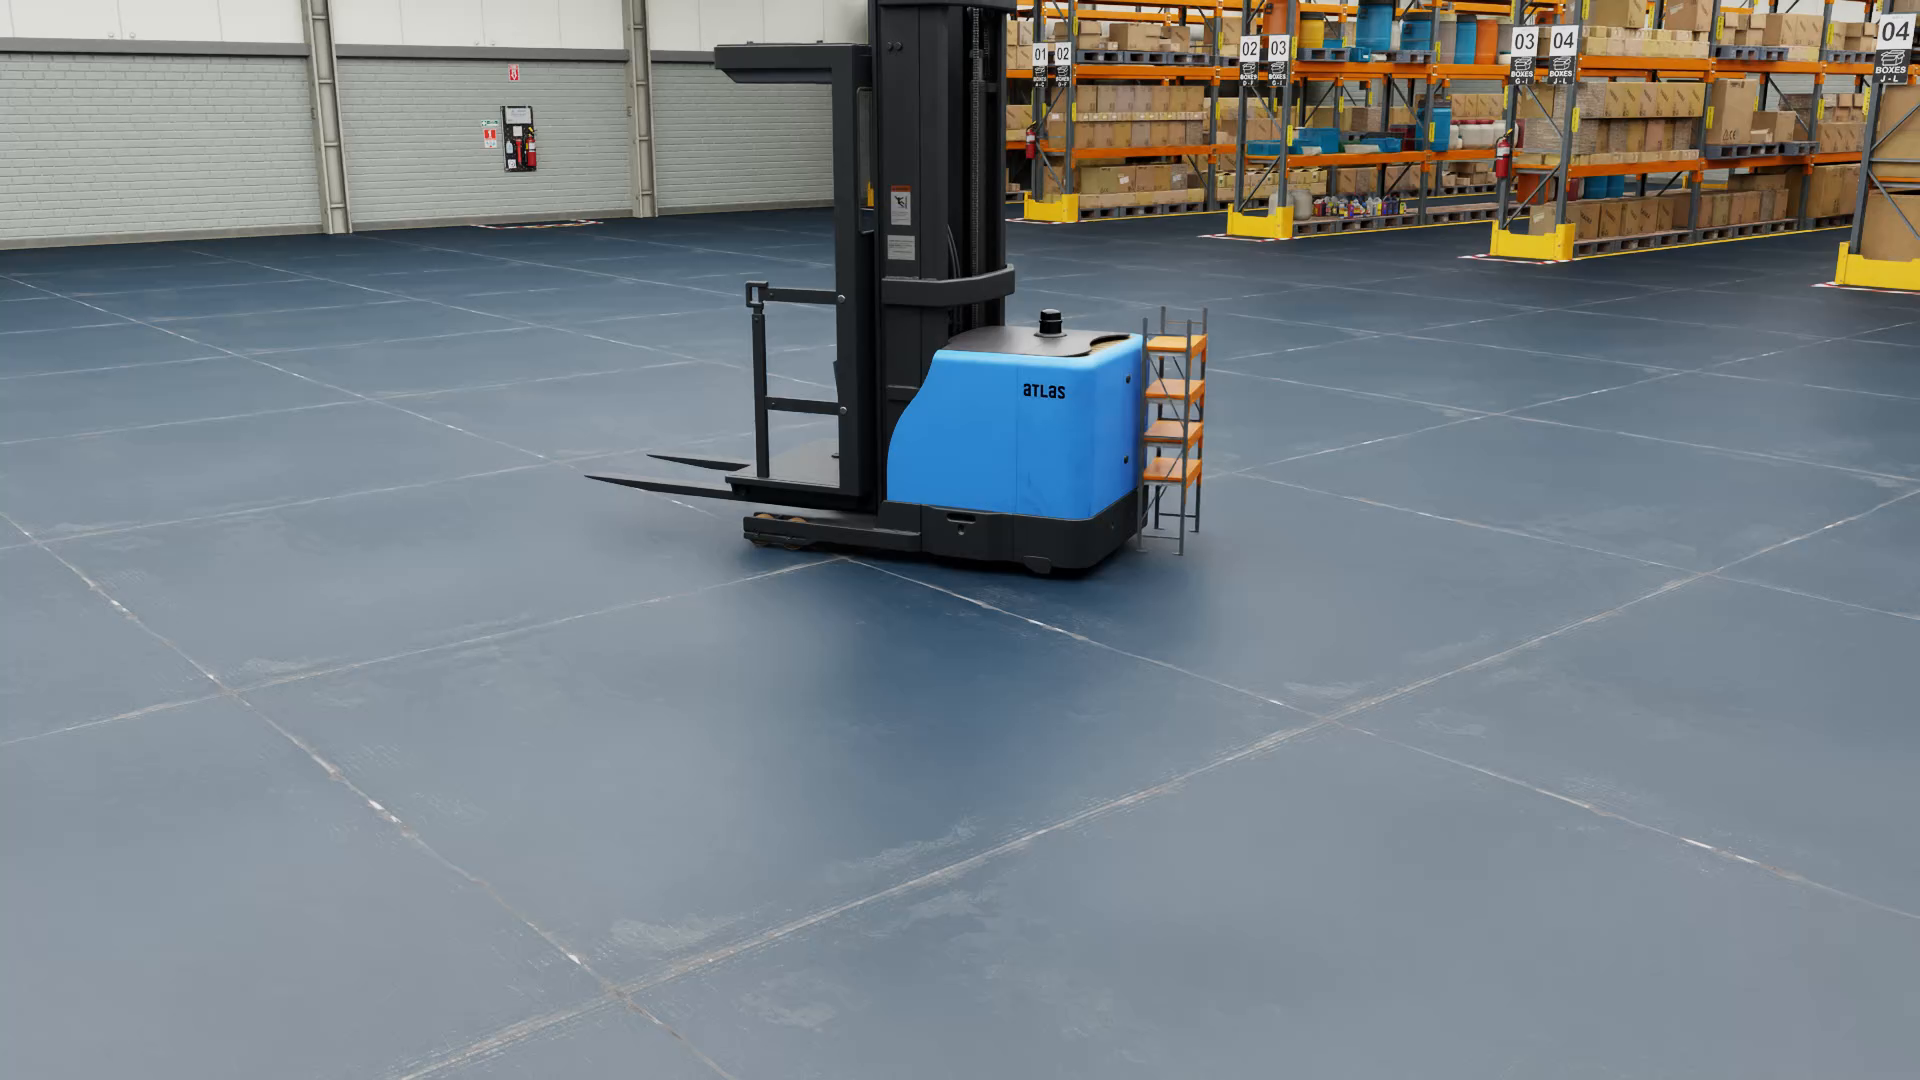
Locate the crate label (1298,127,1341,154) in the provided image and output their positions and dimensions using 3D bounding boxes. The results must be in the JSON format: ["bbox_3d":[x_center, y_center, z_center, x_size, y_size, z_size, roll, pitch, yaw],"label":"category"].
[{"bbox_3d":[6.184,-6.893,28.674,0.616,0.435,0.502,-13,19,-39],"label":"crate label"}]

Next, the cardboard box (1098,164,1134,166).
[{"bbox_3d":[3.057,-7.118,32.648,0.500,0.500,0.500,-13,19,-39],"label":"cardboard box"}]

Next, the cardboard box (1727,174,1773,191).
[{"bbox_3d":[13.380,-6.058,28.156,0.500,0.250,0.500,-10,18,-33],"label":"cardboard box"}]

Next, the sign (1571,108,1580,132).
[{"bbox_3d":[8.581,-5.860,23.197,0.005,0.325,0.100,-13,19,-39],"label":"sign"}]

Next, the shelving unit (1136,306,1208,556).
[{"bbox_3d":[1.093,-0.571,8.564,0.258,1.200,0.503,5,16,17],"label":"shelving unit"}]

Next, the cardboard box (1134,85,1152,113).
[{"bbox_3d":[3.276,-8.497,32.042,0.500,0.500,0.700,-13,19,-39],"label":"cardboard box"}]

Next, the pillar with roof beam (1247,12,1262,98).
[{"bbox_3d":[10.309,-12.820,39.307,0.400,9.000,9.100,-13,19,-39],"label":"pillar with roof beam"}]

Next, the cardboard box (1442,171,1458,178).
[{"bbox_3d":[11.586,-8.701,39.871,0.500,0.311,0.500,-13,19,-39],"label":"cardboard box"}]

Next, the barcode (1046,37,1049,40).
[{"bbox_3d":[1.636,-9.351,31.007,0.075,0.075,0.001,-13,19,-39],"label":"barcode"}]

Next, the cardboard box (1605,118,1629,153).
[{"bbox_3d":[9.362,-6.011,24.672,0.500,0.500,0.875,-13,19,-39],"label":"cardboard box"}]

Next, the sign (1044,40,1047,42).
[{"bbox_3d":[1.849,-10.712,36.227,0.005,0.325,0.100,-13,19,-39],"label":"sign"}]

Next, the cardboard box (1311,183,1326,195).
[{"bbox_3d":[7.523,-7.569,35.789,0.500,0.250,0.500,-12,19,-38],"label":"cardboard box"}]

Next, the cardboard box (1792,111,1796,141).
[{"bbox_3d":[13.879,-7.054,28.339,0.500,0.500,0.500,13,20,40],"label":"cardboard box"}]

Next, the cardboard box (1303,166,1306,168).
[{"bbox_3d":[8.535,-9.659,43.129,0.500,0.500,0.700,-13,20,-40],"label":"cardboard box"}]

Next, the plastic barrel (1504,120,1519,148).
[{"bbox_3d":[10.372,-7.705,31.565,0.421,0.512,0.421,0,15,0],"label":"plastic barrel"}]

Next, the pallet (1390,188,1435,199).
[{"bbox_3d":[10.188,-8.017,38.353,1.213,0.211,1.003,-13,19,-39],"label":"pallet"}]

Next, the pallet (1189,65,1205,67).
[{"bbox_3d":[5.798,-11.463,40.404,1.213,0.211,1.003,-12,19,-37],"label":"pallet"}]

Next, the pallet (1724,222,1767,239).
[{"bbox_3d":[12.749,-5.217,27.873,1.213,0.211,1.003,-13,19,-39],"label":"pallet"}]

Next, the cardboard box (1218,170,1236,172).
[{"bbox_3d":[5.626,-7.597,34.806,0.500,0.311,0.500,-13,20,-40],"label":"cardboard box"}]

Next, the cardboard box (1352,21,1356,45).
[{"bbox_3d":[8.478,-10.971,36.066,0.500,0.500,0.500,-13,19,-39],"label":"cardboard box"}]

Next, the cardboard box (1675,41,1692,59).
[{"bbox_3d":[10.669,-7.387,25.070,0.500,0.250,0.500,-12,19,-38],"label":"cardboard box"}]

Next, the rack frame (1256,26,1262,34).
[{"bbox_3d":[7.523,-13.371,41.371,0.127,3.000,1.000,-13,19,-39],"label":"rack frame"}]

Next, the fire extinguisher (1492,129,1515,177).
[{"bbox_3d":[7.836,-5.580,23.977,0.183,0.674,0.296,-13,19,-39],"label":"fire extinguisher"}]

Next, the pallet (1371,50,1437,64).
[{"bbox_3d":[7.511,-8.406,28.959,1.003,0.211,1.213,-13,19,-39],"label":"pallet"}]

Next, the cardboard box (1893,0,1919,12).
[{"bbox_3d":[11.590,-6.473,20.066,0.500,0.250,0.500,-12,19,-39],"label":"cardboard box"}]

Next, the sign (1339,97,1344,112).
[{"bbox_3d":[8.126,-9.283,35.448,0.005,0.325,0.100,-13,19,-39],"label":"sign"}]

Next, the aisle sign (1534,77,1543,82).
[{"bbox_3d":[14.047,-11.395,40.558,0.004,0.787,0.394,-13,19,-39],"label":"aisle sign"}]

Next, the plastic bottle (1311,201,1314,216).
[{"bbox_3d":[6.147,-5.831,29.179,0.133,0.283,0.061,-12,19,-38],"label":"plastic bottle"}]

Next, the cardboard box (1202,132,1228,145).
[{"bbox_3d":[5.085,-8.173,33.827,0.500,0.250,0.500,-11,19,-36],"label":"cardboard box"}]

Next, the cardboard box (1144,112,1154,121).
[{"bbox_3d":[3.520,-8.167,32.063,0.250,0.149,0.380,-12,19,-38],"label":"cardboard box"}]

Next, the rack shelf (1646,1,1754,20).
[{"bbox_3d":[15.535,-11.240,35.563,4.000,0.370,1.077,-13,19,-39],"label":"rack shelf"}]

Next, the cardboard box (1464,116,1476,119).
[{"bbox_3d":[11.725,-9.678,38.976,0.500,0.500,0.500,-12,19,-38],"label":"cardboard box"}]

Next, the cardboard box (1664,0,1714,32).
[{"bbox_3d":[11.070,-7.981,25.267,0.500,0.500,0.500,-13,20,-41],"label":"cardboard box"}]

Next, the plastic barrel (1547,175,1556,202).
[{"bbox_3d":[11.733,-7.067,33.400,0.421,0.512,0.421,0,15,0],"label":"plastic barrel"}]

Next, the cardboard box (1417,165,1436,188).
[{"bbox_3d":[10.593,-8.374,38.281,0.500,0.500,0.500,-13,20,-40],"label":"cardboard box"}]

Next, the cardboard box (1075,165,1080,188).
[{"bbox_3d":[2.389,-8.348,38.180,0.500,0.500,0.700,-13,20,-40],"label":"cardboard box"}]

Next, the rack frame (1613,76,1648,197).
[{"bbox_3d":[14.026,-8.544,34.924,0.127,3.000,1.000,-13,19,-39],"label":"rack frame"}]

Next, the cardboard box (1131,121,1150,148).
[{"bbox_3d":[3.251,-7.864,32.184,0.500,0.500,0.700,-12,19,-38],"label":"cardboard box"}]

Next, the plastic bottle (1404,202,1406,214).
[{"bbox_3d":[7.922,-5.927,29.698,0.097,0.201,0.097,0,15,0],"label":"plastic bottle"}]

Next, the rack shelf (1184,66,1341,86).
[{"bbox_3d":[6.251,-9.594,34.437,4.000,0.370,1.077,-13,19,-39],"label":"rack shelf"}]

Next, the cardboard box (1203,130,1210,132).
[{"bbox_3d":[5.858,-9.917,40.514,0.250,0.149,0.380,-12,19,-39],"label":"cardboard box"}]

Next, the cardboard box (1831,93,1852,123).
[{"bbox_3d":[15.315,-7.666,29.498,0.637,0.503,0.797,-12,19,-38],"label":"cardboard box"}]

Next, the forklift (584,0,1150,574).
[{"bbox_3d":[-0.571,-1.481,8.615,3.031,2.935,1.130,6,16,23],"label":"forklift"}]

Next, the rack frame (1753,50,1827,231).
[{"bbox_3d":[14.260,-6.902,28.778,0.127,3.000,1.000,-13,19,-39],"label":"rack frame"}]

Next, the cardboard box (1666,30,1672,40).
[{"bbox_3d":[10.358,-7.515,24.776,0.250,0.149,0.380,-12,19,-37],"label":"cardboard box"}]

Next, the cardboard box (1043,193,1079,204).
[{"bbox_3d":[1.935,-6.499,31.782,0.500,0.250,0.500,-13,19,-39],"label":"cardboard box"}]

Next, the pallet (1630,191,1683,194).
[{"bbox_3d":[15.476,-7.537,36.556,1.213,0.211,1.003,-13,19,-39],"label":"pallet"}]

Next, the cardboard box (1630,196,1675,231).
[{"bbox_3d":[10.914,-5.160,26.285,0.500,0.500,0.500,-13,20,-41],"label":"cardboard box"}]

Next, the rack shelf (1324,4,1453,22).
[{"bbox_3d":[9.268,-11.528,36.639,4.000,0.370,1.077,-13,19,-39],"label":"rack shelf"}]

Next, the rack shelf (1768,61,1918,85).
[{"bbox_3d":[15.768,-8.343,29.752,4.000,0.370,1.077,-13,19,-39],"label":"rack shelf"}]

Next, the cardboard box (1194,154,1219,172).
[{"bbox_3d":[5.811,-9.206,40.753,0.750,0.750,0.750,-13,20,-40],"label":"cardboard box"}]

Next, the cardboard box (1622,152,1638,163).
[{"bbox_3d":[9.791,-5.663,24.624,0.250,0.149,0.380,-13,19,-39],"label":"cardboard box"}]

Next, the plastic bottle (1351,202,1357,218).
[{"bbox_3d":[6.804,-5.710,28.749,0.097,0.271,0.097,0,15,0],"label":"plastic bottle"}]

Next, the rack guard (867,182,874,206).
[{"bbox_3d":[-1.473,-7.245,34.905,0.348,0.500,1.175,-13,19,-39],"label":"rack guard"}]
